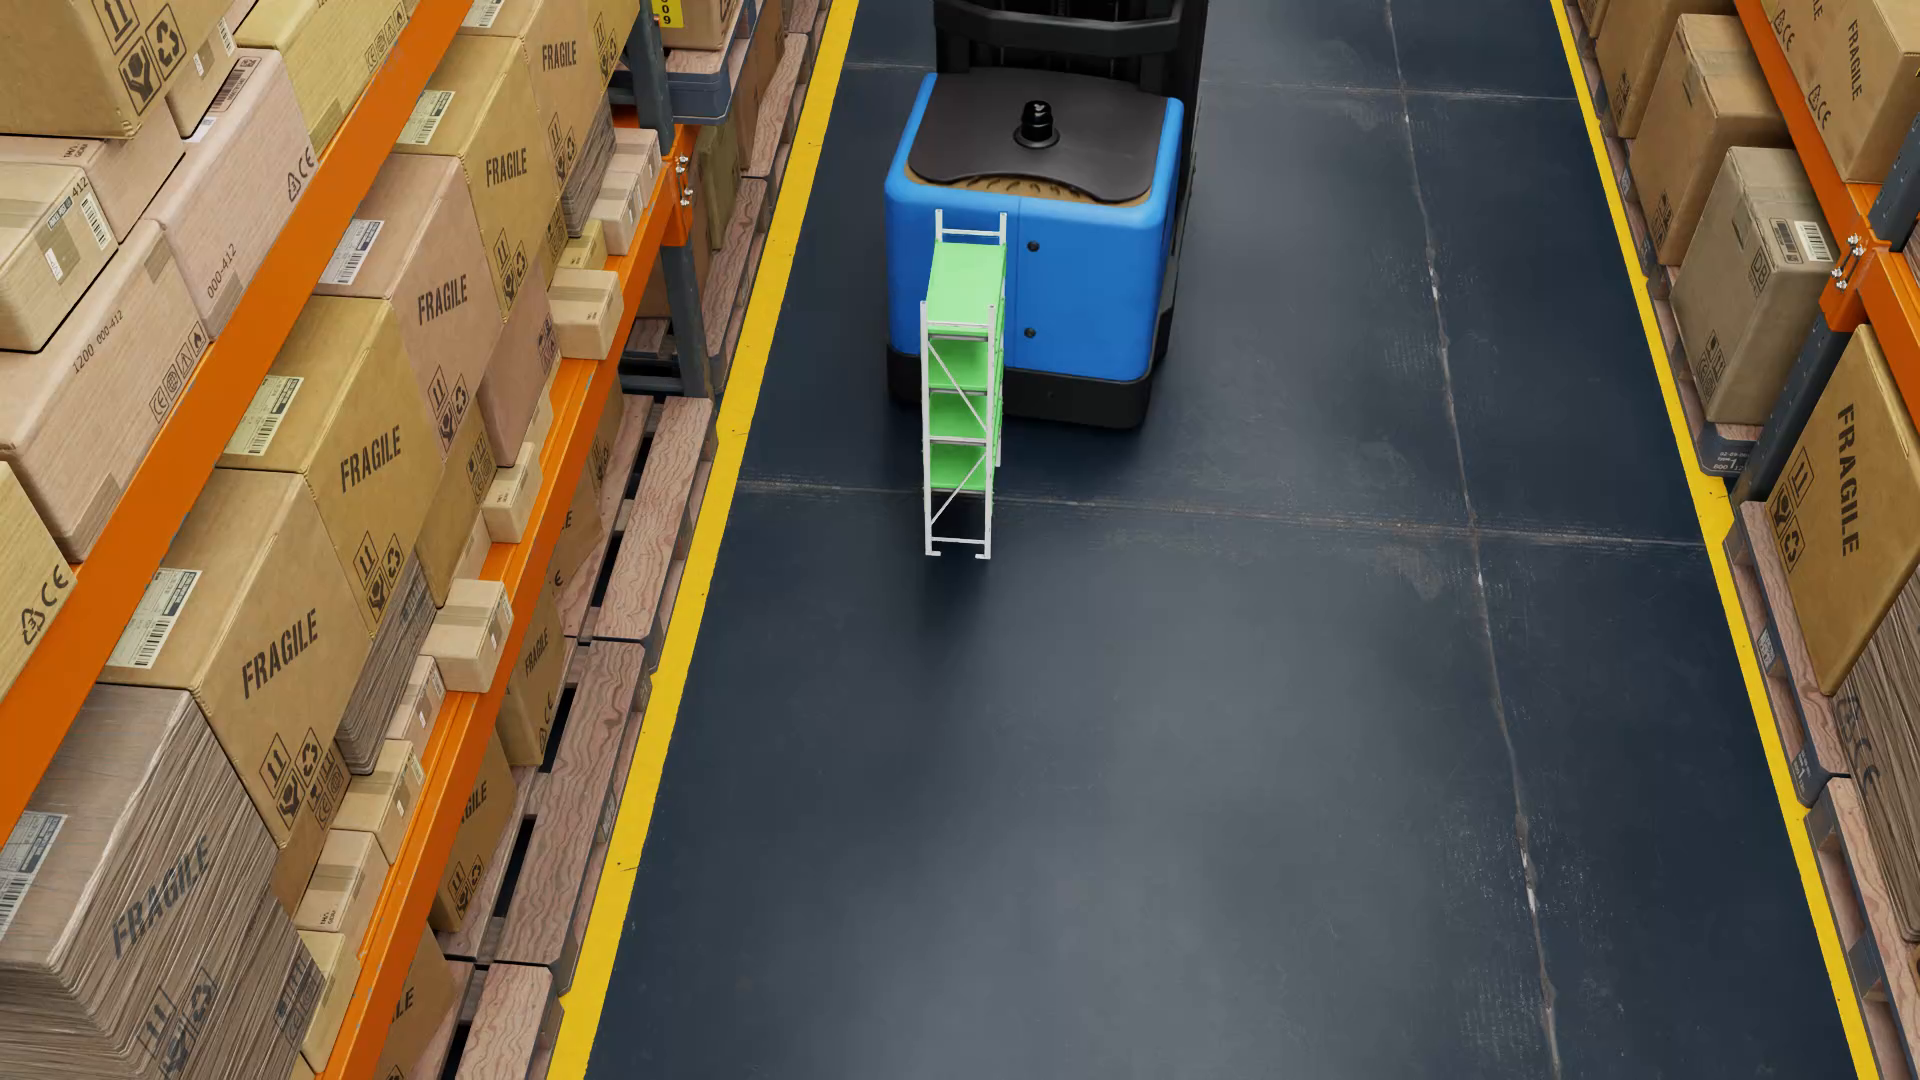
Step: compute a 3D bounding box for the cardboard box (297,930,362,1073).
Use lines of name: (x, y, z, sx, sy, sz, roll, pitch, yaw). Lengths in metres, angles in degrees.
cardboard box: (-1.504, 0.961, 3.509, 0.380, 0.149, 0.250, 4, 48, 4)

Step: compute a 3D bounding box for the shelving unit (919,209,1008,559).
shelving unit: (0.015, -0.527, 5.919, 0.258, 1.200, 0.503, 4, 48, 4)

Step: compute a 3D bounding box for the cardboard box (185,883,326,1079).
cardboard box: (-1.769, 0.898, 3.126, 0.875, 0.500, 0.500, 4, 48, 4)

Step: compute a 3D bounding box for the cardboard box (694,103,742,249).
cardboard box: (-1.343, -1.609, 7.084, 0.700, 0.500, 0.500, 4, 48, 3)

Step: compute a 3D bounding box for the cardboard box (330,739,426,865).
cardboard box: (-1.472, 0.592, 3.846, 0.380, 0.149, 0.250, 4, 48, 4)

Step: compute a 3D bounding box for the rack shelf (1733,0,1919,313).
rack shelf: (3.630, -2.324, 6.830, 1.077, 0.370, 4.000, 4, 48, 4)

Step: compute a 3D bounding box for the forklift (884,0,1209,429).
forklift: (0.491, -2.535, 6.582, 1.130, 2.935, 3.031, 8, 48, 7)

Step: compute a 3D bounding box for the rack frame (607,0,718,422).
rack frame: (-1.482, -1.505, 5.594, 1.000, 3.000, 0.127, 4, 48, 4)

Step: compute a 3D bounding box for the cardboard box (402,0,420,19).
cardboard box: (-1.363, -1.356, 3.526, 0.500, 0.250, 0.500, 4, 48, 3)

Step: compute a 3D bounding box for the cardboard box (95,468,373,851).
cardboard box: (-1.473, 0.210, 3.078, 0.500, 0.500, 0.500, 4, 48, 4)

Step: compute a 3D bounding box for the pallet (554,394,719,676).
pallet: (-1.508, -0.068, 6.169, 1.003, 0.211, 1.213, 4, 48, 4)

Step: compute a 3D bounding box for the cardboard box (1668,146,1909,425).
cardboard box: (3.415, -0.942, 6.318, 1.050, 0.750, 0.750, 4, 48, 3)

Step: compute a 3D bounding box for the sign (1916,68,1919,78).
sign: (2.907, -1.490, 4.849, 0.100, 0.325, 0.005, 4, 48, 4)

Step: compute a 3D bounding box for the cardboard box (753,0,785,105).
cardboard box: (-1.241, -2.430, 7.835, 0.700, 0.500, 0.500, 7, 48, 7)

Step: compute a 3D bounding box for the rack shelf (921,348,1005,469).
rack shelf: (0.015, -0.483, 5.966, 0.258, 0.148, 0.480, 4, 48, 4)

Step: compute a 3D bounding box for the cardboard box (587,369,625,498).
cardboard box: (-1.558, -0.512, 6.095, 0.500, 0.500, 0.500, 3, 48, 2)

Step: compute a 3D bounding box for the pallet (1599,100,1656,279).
pallet: (3.552, -1.627, 7.595, 1.003, 0.211, 1.213, 4, 48, 4)

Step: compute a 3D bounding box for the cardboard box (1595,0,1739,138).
cardboard box: (3.591, -2.335, 7.593, 1.050, 0.750, 0.750, 5, 48, 4)

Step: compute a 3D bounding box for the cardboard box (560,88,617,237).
cardboard box: (-1.585, -1.312, 5.148, 0.875, 0.500, 0.500, 4, 48, 4)

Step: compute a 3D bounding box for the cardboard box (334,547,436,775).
cardboard box: (-1.755, 0.158, 3.803, 0.875, 0.500, 0.500, 4, 48, 4)

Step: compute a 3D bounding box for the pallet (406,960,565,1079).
pallet: (-1.731, 1.725, 4.529, 1.003, 0.211, 1.213, 4, 48, 4)

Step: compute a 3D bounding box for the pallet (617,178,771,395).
pallet: (-1.413, -1.136, 7.146, 1.003, 0.211, 1.213, 4, 48, 4)

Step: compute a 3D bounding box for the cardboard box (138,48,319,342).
cardboard box: (-1.455, -0.607, 2.841, 0.500, 0.250, 0.500, 4, 48, 3)

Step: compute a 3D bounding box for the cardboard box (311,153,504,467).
cardboard box: (-1.389, -0.525, 3.751, 0.500, 0.500, 0.500, 4, 48, 4)

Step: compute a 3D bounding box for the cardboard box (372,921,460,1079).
cardboard box: (-1.753, 1.237, 4.495, 0.500, 0.500, 0.500, 15, 49, 14)

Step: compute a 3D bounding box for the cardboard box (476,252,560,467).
cardboard box: (-1.611, -0.573, 4.472, 0.875, 0.500, 0.500, 4, 48, 4)

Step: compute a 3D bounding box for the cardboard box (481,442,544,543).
cardboard box: (-1.360, -0.141, 4.516, 0.380, 0.149, 0.250, 4, 48, 4)

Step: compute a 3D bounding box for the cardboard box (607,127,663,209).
cardboard box: (-1.209, -1.242, 5.524, 0.380, 0.149, 0.250, 4, 48, 4)

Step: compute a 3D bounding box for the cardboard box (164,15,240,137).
cardboard box: (-1.439, -0.802, 2.749, 0.380, 0.149, 0.250, 2, 48, 2)

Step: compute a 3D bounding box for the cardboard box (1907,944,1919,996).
cardboard box: (3.158, 1.268, 4.213, 0.875, 0.875, 0.875, 3, 48, 3)

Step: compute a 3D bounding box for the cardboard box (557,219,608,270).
cardboard box: (-1.324, -0.880, 5.192, 0.380, 0.149, 0.250, 4, 48, 4)

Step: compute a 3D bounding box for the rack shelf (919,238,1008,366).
rack shelf: (0.015, -0.807, 5.611, 0.258, 0.148, 0.480, 4, 48, 4)

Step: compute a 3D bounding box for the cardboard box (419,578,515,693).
cardboard box: (-1.350, 0.230, 4.177, 0.380, 0.149, 0.250, 4, 48, 4)

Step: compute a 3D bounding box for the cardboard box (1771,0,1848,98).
cardboard box: (3.275, -1.903, 5.890, 0.500, 0.500, 0.500, 3, 48, 3)

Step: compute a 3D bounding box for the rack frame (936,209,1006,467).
rack frame: (0.037, -0.706, 6.082, 0.240, 1.200, 0.015, 4, 48, 4)

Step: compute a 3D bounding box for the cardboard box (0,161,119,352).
cardboard box: (-1.475, -0.422, 2.402, 0.380, 0.149, 0.250, 6, 48, 5)

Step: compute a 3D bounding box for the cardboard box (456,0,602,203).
cardboard box: (-1.293, -1.260, 4.422, 0.500, 0.500, 0.500, 4, 48, 4)

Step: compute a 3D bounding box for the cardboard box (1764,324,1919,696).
cardboard box: (3.321, -0.064, 5.431, 0.875, 0.875, 0.875, 5, 48, 4)

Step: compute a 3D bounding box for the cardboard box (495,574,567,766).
cardboard box: (-1.581, 0.371, 5.287, 0.500, 0.500, 0.500, 0, 48, 0)

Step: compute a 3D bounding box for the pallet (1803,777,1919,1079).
pallet: (3.192, 1.297, 4.921, 1.003, 0.211, 1.213, 4, 48, 4)

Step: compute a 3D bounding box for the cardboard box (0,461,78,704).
cardboard box: (-1.545, 0.136, 2.162, 0.500, 0.250, 0.500, 5, 48, 5)

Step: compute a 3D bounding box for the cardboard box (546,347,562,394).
cardboard box: (-1.390, -0.513, 4.857, 0.380, 0.149, 0.250, 4, 48, 4)

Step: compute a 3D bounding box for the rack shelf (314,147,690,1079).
rack shelf: (-1.664, 0.208, 4.515, 1.077, 0.370, 4.000, 4, 48, 4)

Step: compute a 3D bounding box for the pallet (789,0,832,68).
pallet: (-1.190, -2.929, 8.786, 1.003, 0.211, 1.213, 4, 48, 4)

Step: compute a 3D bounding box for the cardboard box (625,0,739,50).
cardboard box: (-1.270, -2.423, 5.743, 1.000, 1.000, 1.000, 4, 48, 4)
